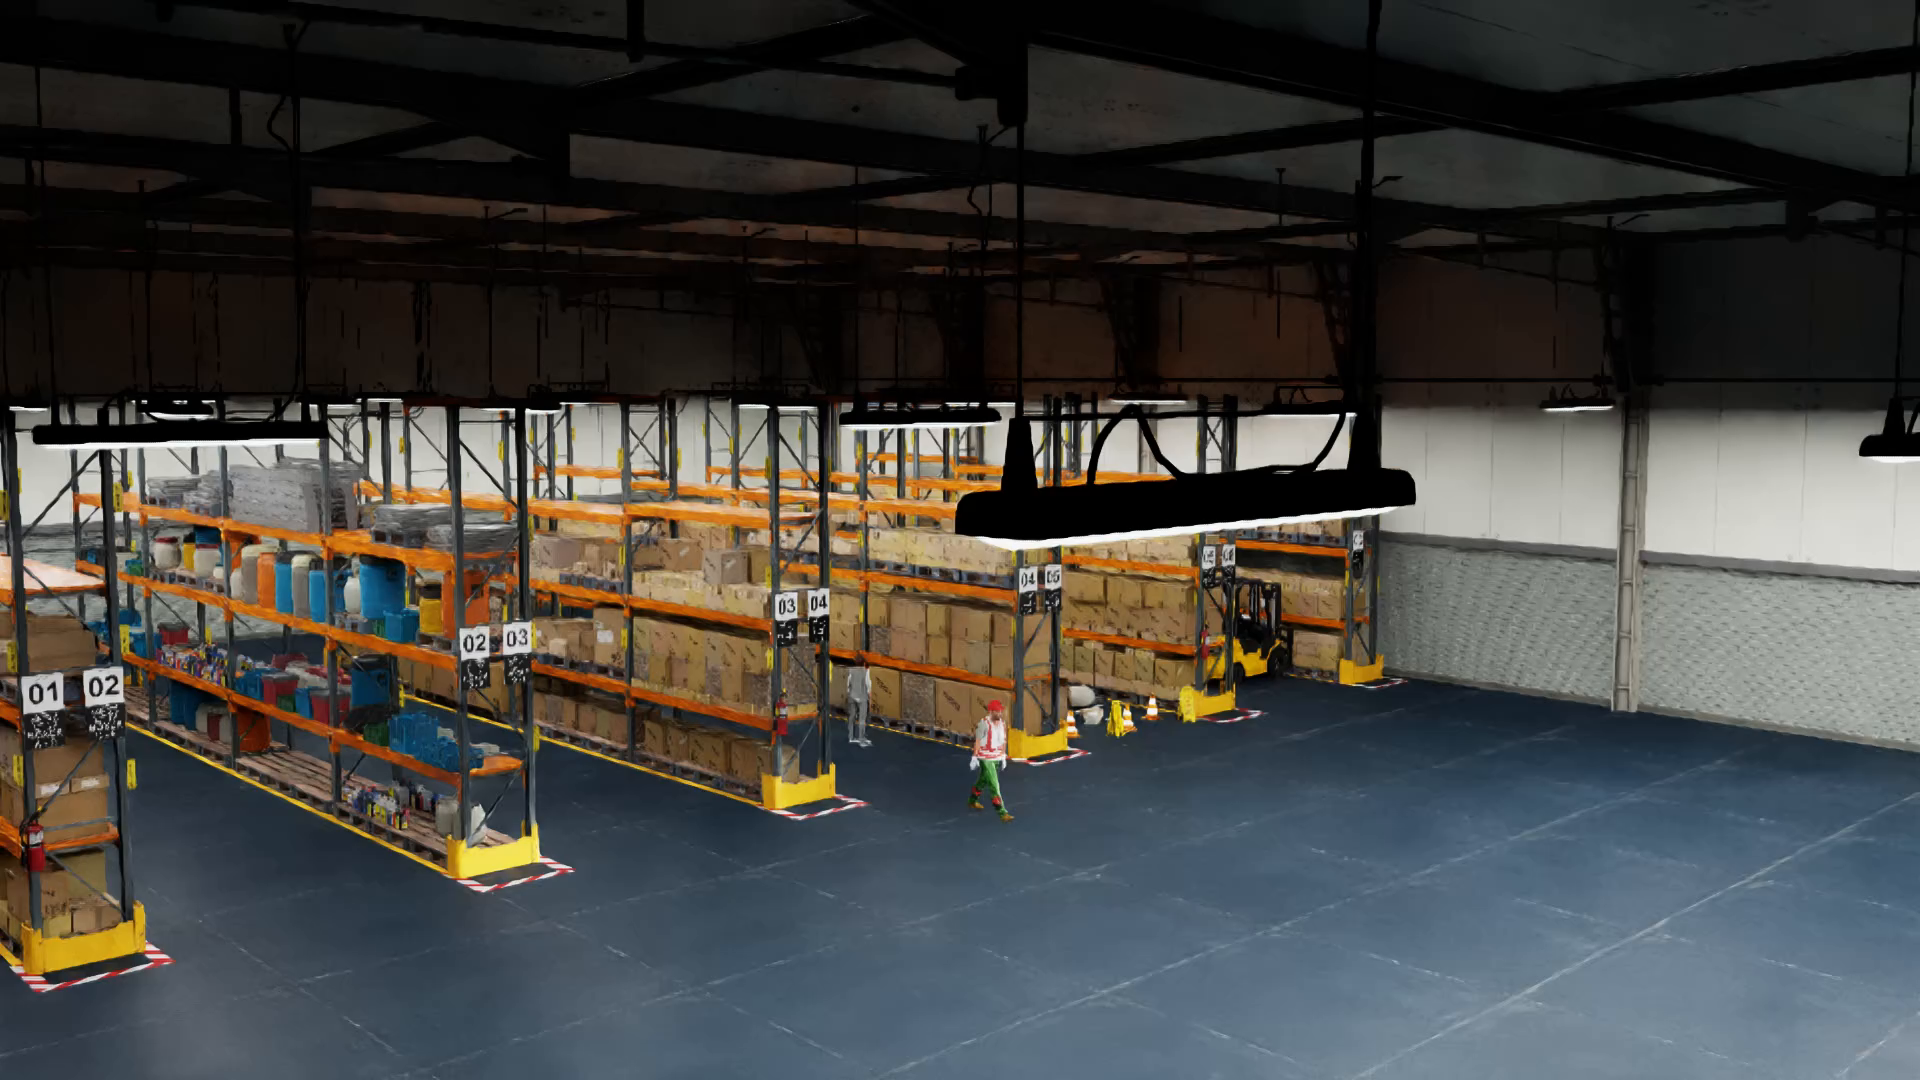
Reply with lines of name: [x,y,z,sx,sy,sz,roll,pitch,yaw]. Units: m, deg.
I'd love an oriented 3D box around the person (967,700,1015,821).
person: [0.481,3.143,24.031,1.128,1.709,0.550,5,8,45]

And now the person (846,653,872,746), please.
person: [-1.742,2.767,28.737,0.469,1.562,0.399,2,6,16]
